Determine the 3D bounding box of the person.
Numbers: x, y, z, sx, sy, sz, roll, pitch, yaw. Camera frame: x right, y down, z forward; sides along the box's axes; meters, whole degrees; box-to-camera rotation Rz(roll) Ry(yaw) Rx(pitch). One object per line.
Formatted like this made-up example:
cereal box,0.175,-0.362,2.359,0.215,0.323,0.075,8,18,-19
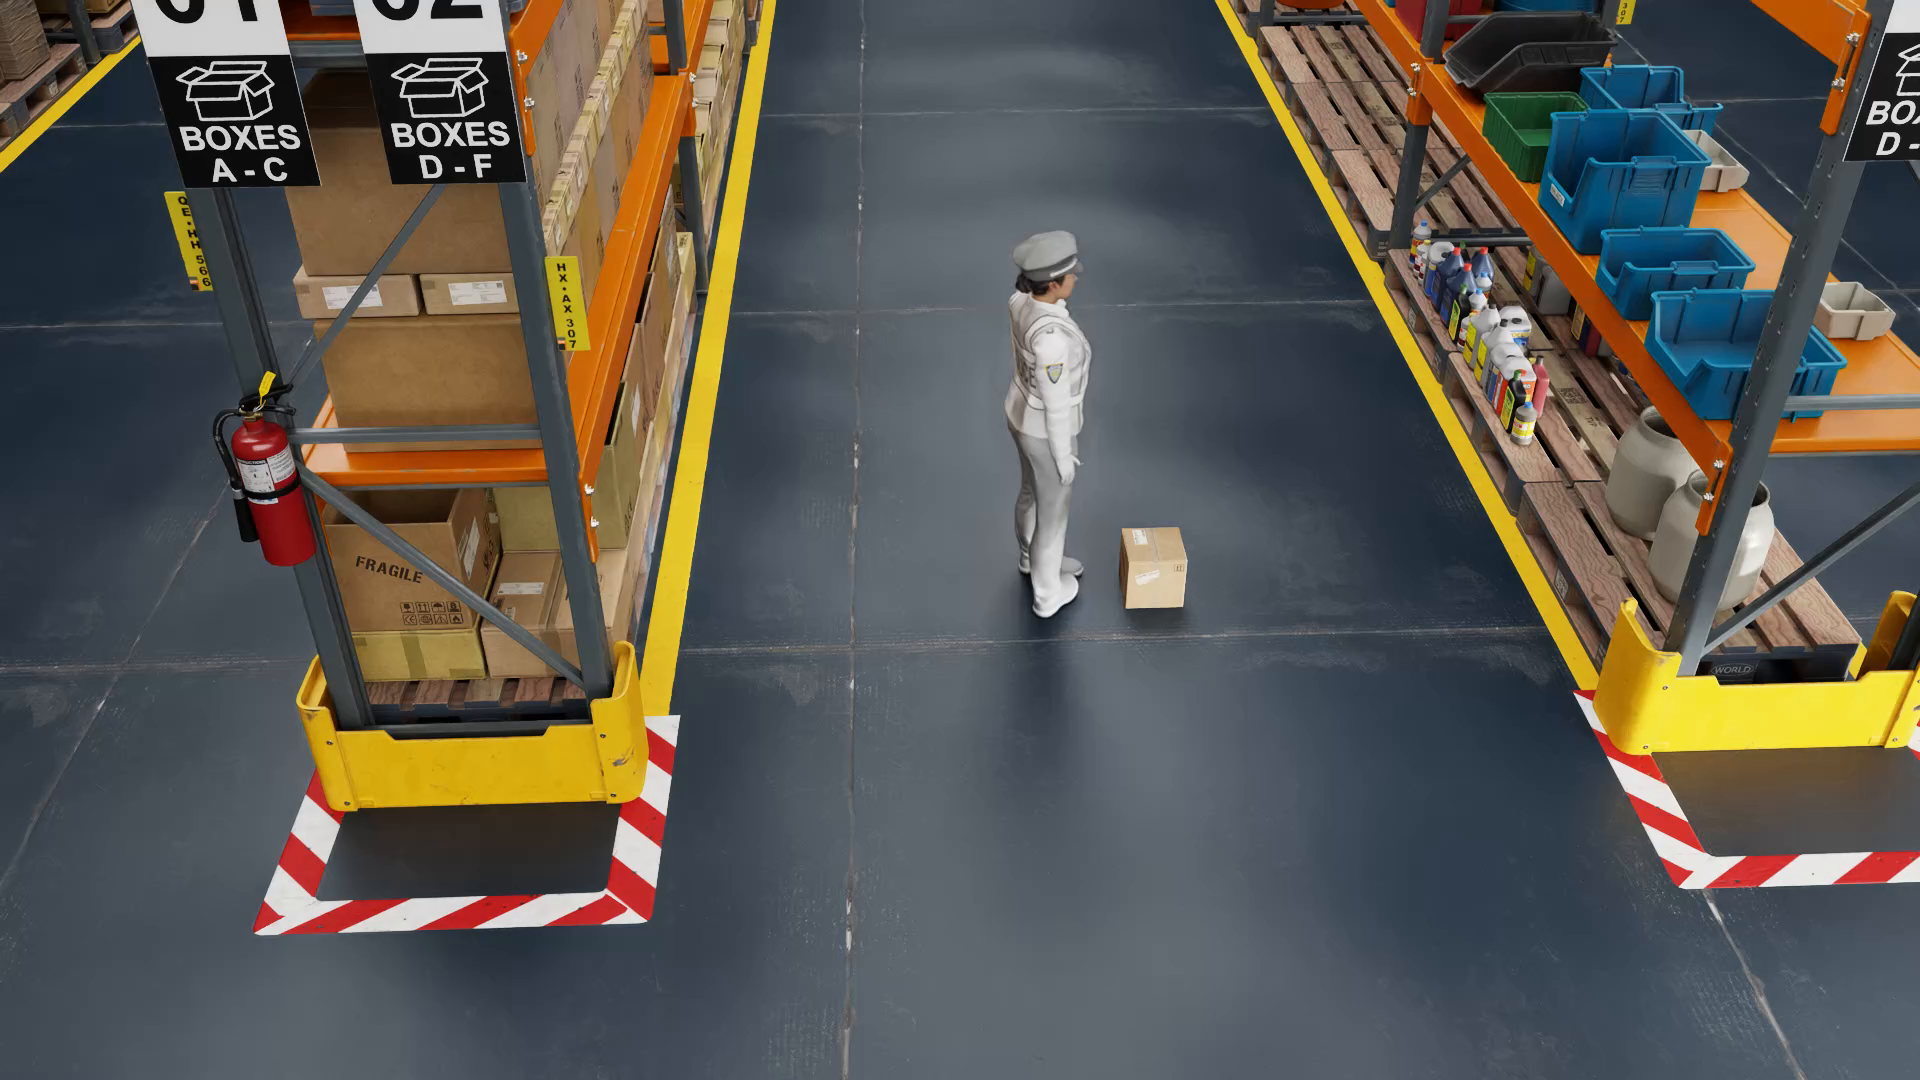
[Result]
person,0.382,-0.467,6.769,0.388,1.688,0.499,-9,36,-13
